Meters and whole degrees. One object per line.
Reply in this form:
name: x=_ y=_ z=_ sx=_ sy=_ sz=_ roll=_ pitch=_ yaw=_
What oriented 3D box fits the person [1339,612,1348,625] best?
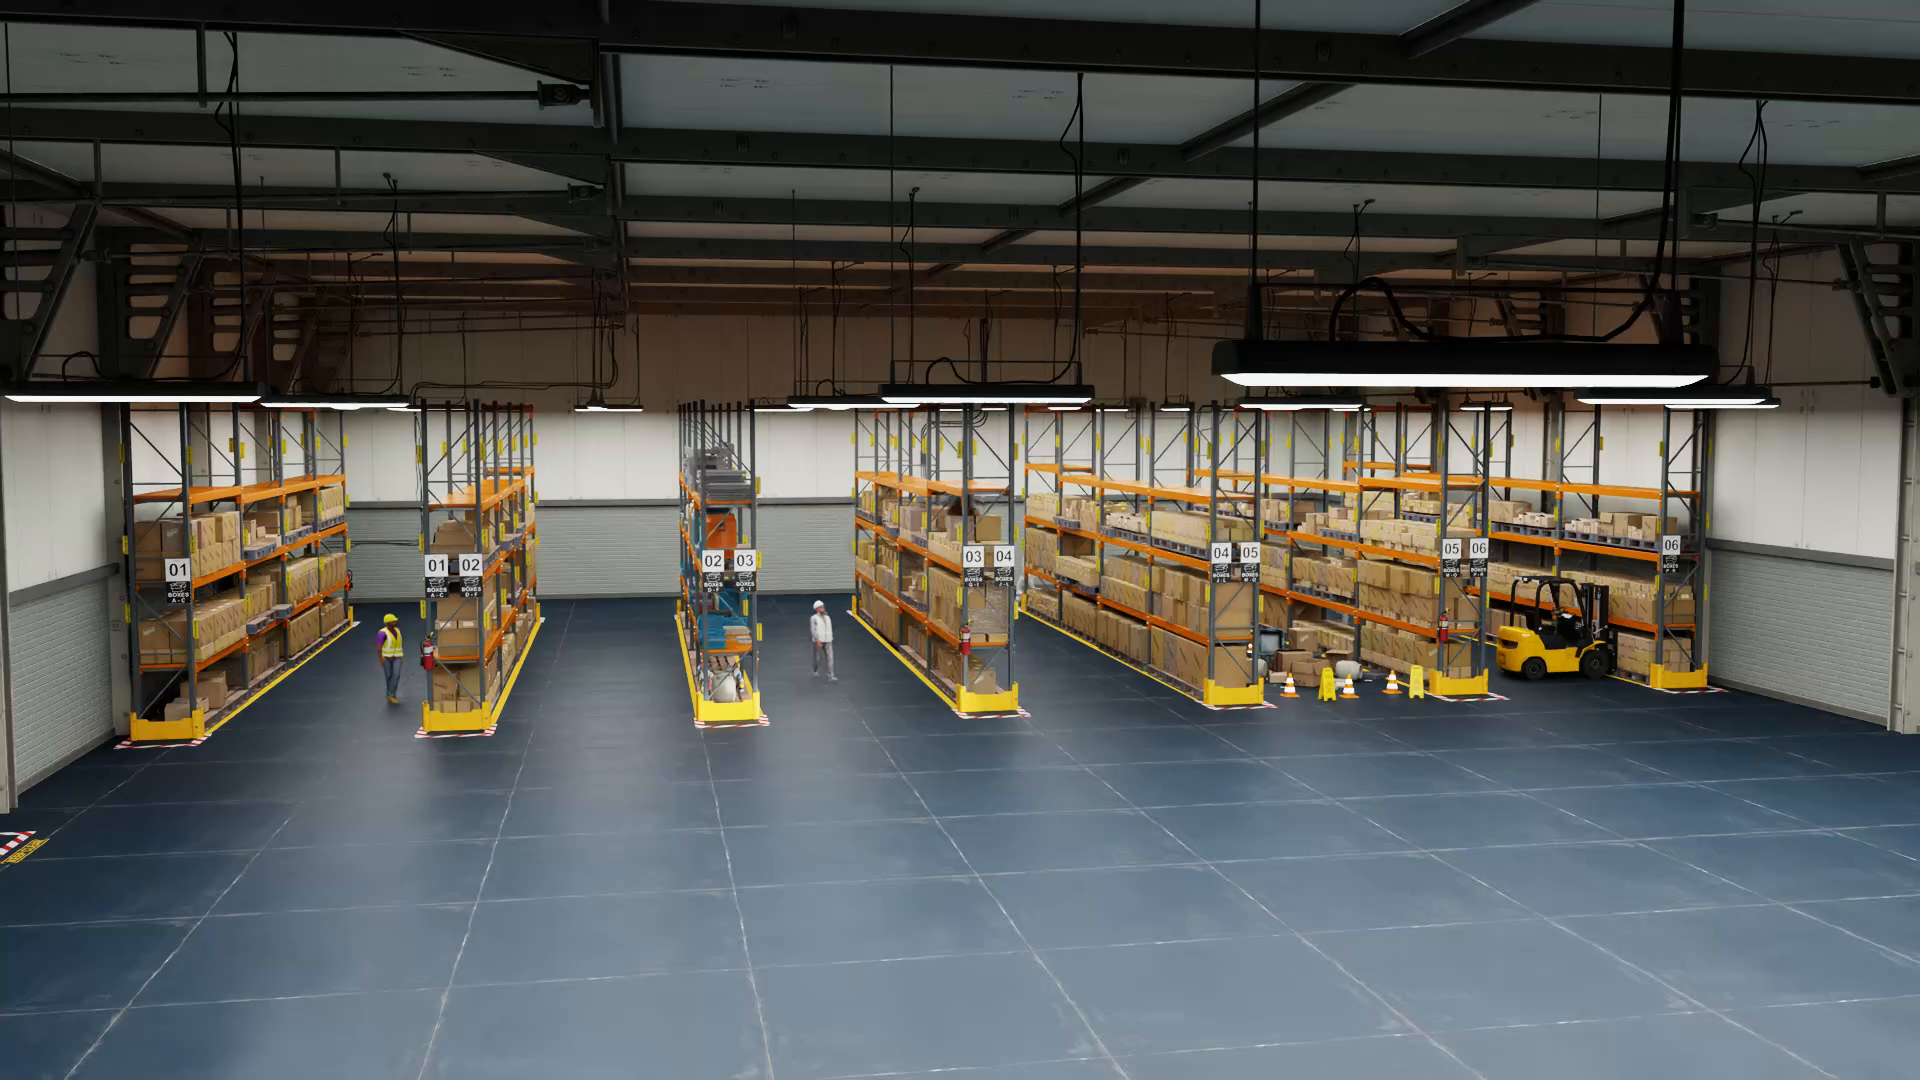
person: x=10.076 y=1.576 z=43.885 sx=0.333 sy=1.671 sz=0.473 roll=0 pitch=4 yaw=0

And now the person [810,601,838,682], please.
person: x=-2.954 y=2.174 z=35.690 sx=0.537 sy=1.722 sz=1.000 roll=-2 pitch=5 yaw=-24

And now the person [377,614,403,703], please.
person: x=-11.364 y=2.363 z=33.172 sx=0.537 sy=1.778 sz=0.724 roll=-2 pitch=5 yaw=-29

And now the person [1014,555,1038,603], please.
person: x=2.048 y=1.034 z=50.545 sx=1.026 sy=1.746 sz=0.620 roll=-2 pitch=5 yaw=-21
